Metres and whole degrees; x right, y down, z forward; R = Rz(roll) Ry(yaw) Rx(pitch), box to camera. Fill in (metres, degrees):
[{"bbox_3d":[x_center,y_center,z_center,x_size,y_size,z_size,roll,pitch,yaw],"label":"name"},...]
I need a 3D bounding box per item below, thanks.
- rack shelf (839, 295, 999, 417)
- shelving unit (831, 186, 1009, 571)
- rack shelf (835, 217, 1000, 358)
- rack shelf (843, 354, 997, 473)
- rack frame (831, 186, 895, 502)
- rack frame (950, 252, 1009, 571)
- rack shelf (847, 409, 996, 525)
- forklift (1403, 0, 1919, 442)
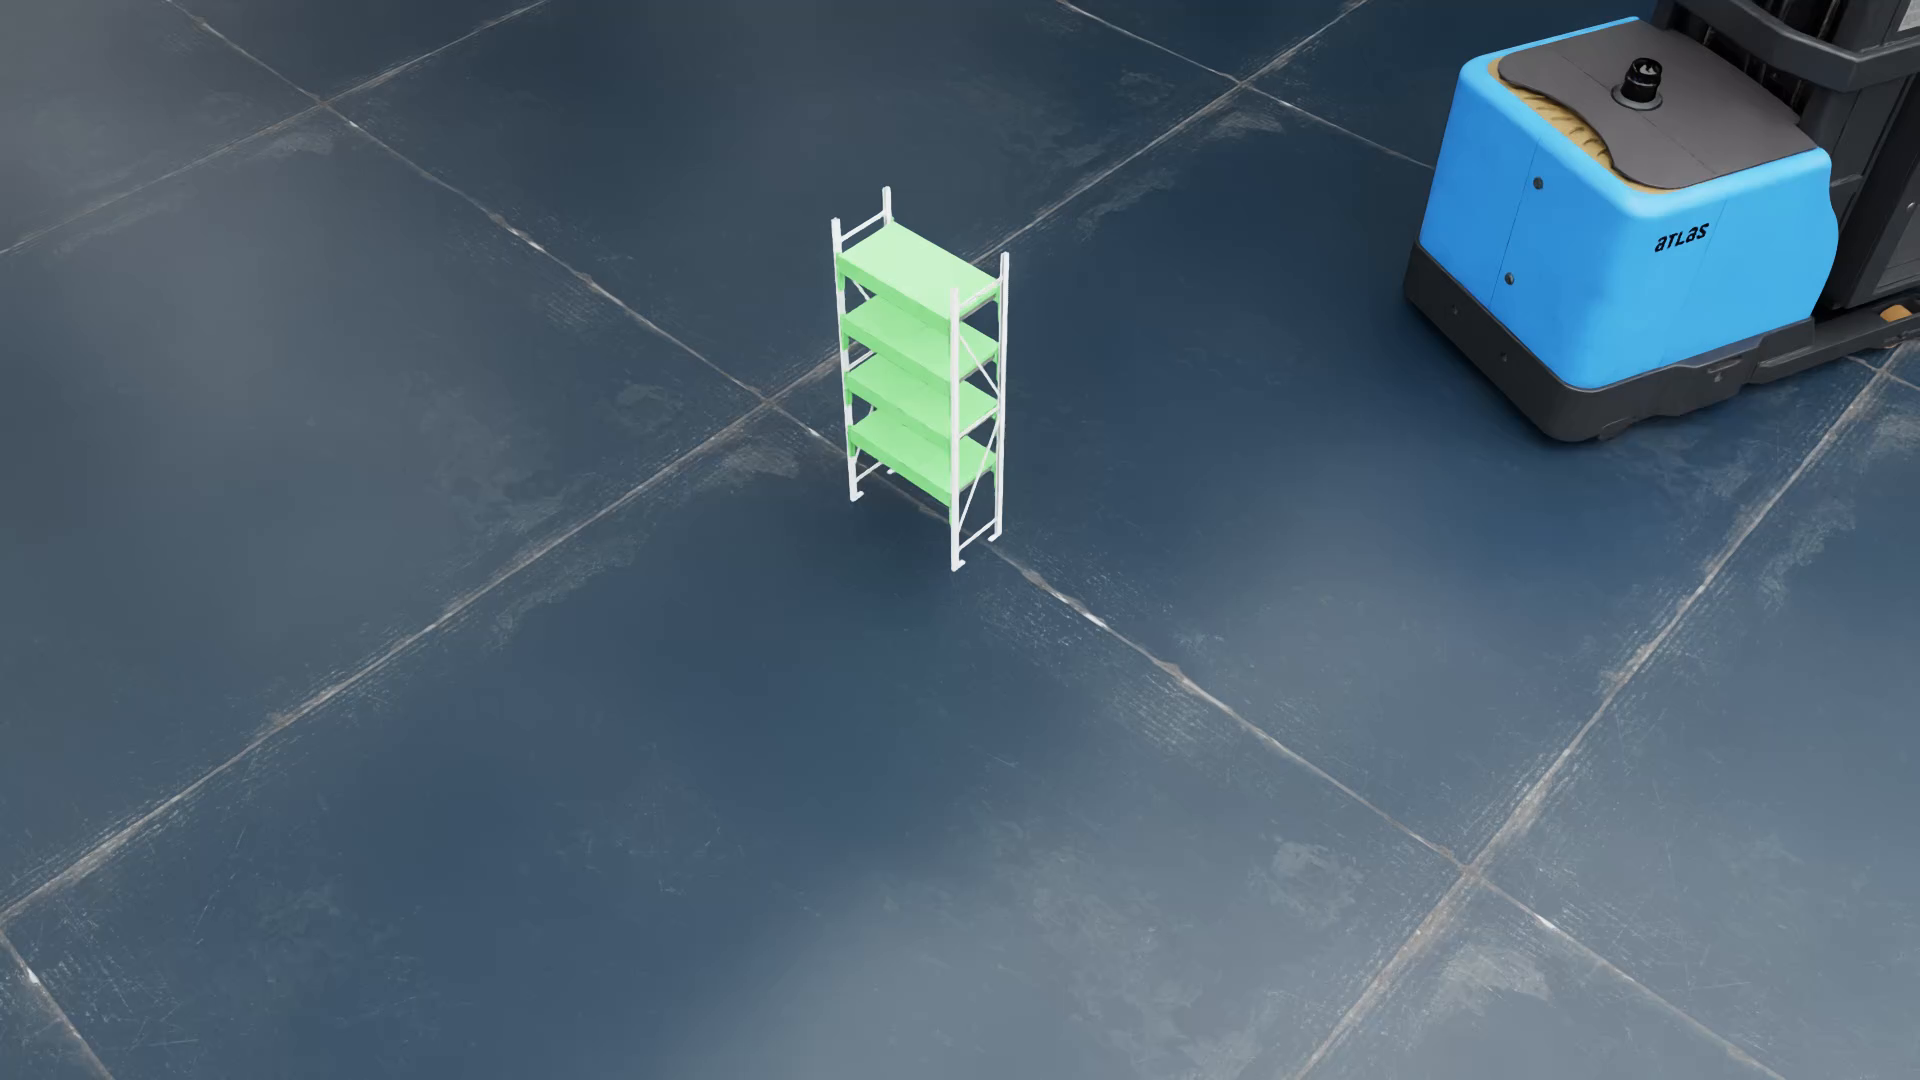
[{"bbox_3d":[-0.122,-0.613,5.261,0.480,0.148,0.258,34,55,28],"label":"rack shelf"},{"bbox_3d":[-0.122,-0.493,5.389,0.503,1.200,0.258,34,55,28],"label":"shelving unit"},{"bbox_3d":[-0.122,-0.777,5.086,0.480,0.148,0.258,34,55,28],"label":"rack shelf"},{"bbox_3d":[-0.122,-0.449,5.436,0.480,0.148,0.258,34,55,28],"label":"rack shelf"},{"bbox_3d":[-0.301,-0.613,5.503,0.015,1.200,0.240,34,55,28],"label":"rack frame"},{"bbox_3d":[0.058,-0.372,5.276,0.015,1.200,0.240,34,55,28],"label":"rack frame"},{"bbox_3d":[-0.122,-0.285,5.611,0.480,0.148,0.258,34,55,28],"label":"rack shelf"},{"bbox_3d":[3.316,-2.080,5.693,3.031,2.935,1.130,-18,49,-16],"label":"forklift"}]
